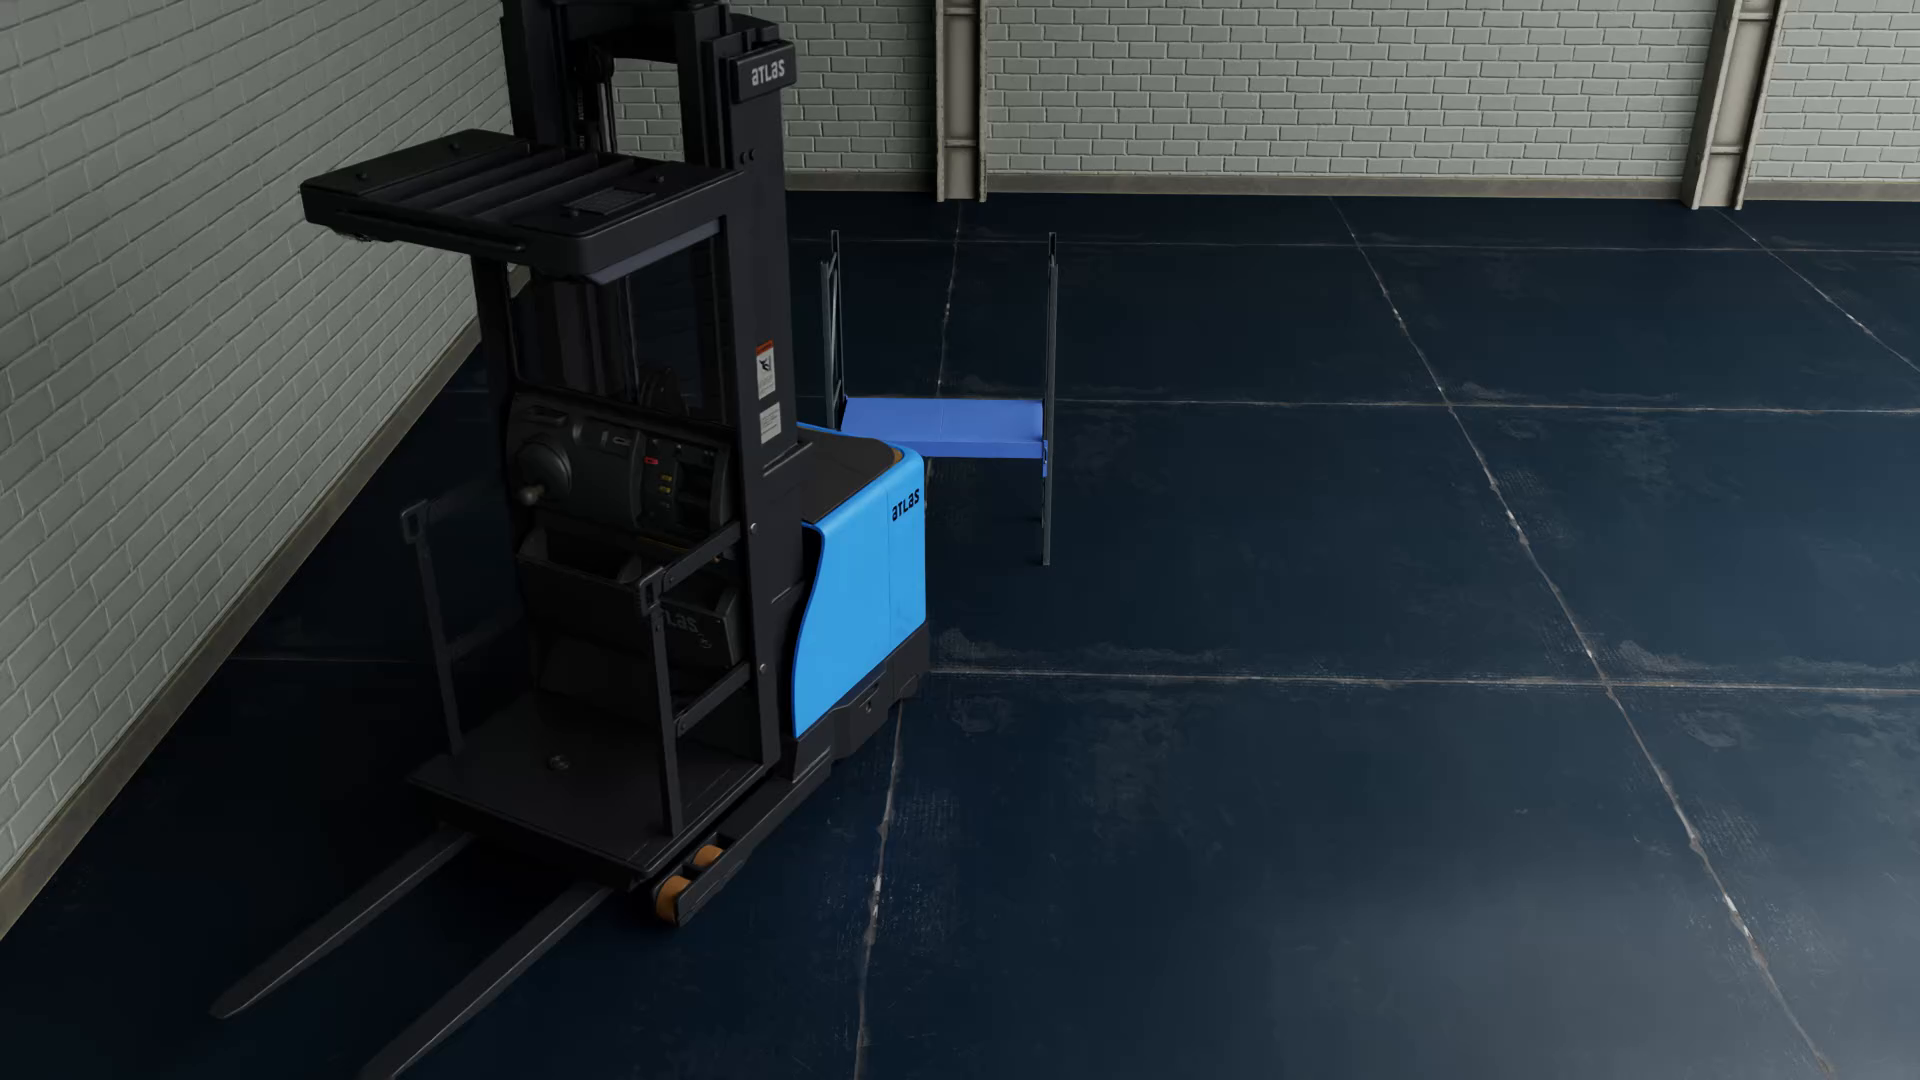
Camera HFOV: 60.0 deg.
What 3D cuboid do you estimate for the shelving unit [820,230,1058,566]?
[{"bbox_3d":[-0.085,-0.664,7.901,1.048,1.500,0.538,1,28,2],"label":"shelving unit"}]

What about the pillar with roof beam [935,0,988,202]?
[{"bbox_3d":[-0.137,-4.757,7.616,0.400,9.000,9.100,1,28,2],"label":"pillar with roof beam"}]

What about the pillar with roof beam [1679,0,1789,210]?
[{"bbox_3d":[5.859,-4.658,7.429,0.400,9.000,9.100,1,28,2],"label":"pillar with roof beam"}]

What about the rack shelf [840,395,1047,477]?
[{"bbox_3d":[-0.085,-0.505,7.986,1.000,0.185,0.538,1,28,2],"label":"rack shelf"}]

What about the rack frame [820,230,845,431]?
[{"bbox_3d":[-0.593,-0.672,7.917,0.032,1.500,0.500,1,28,2],"label":"rack frame"}]

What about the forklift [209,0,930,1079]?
[{"bbox_3d":[-1.274,-0.208,5.513,1.130,2.935,3.031,14,31,25],"label":"forklift"}]

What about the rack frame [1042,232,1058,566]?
[{"bbox_3d":[0.423,-0.656,7.886,0.032,1.500,0.500,1,28,2],"label":"rack frame"}]
